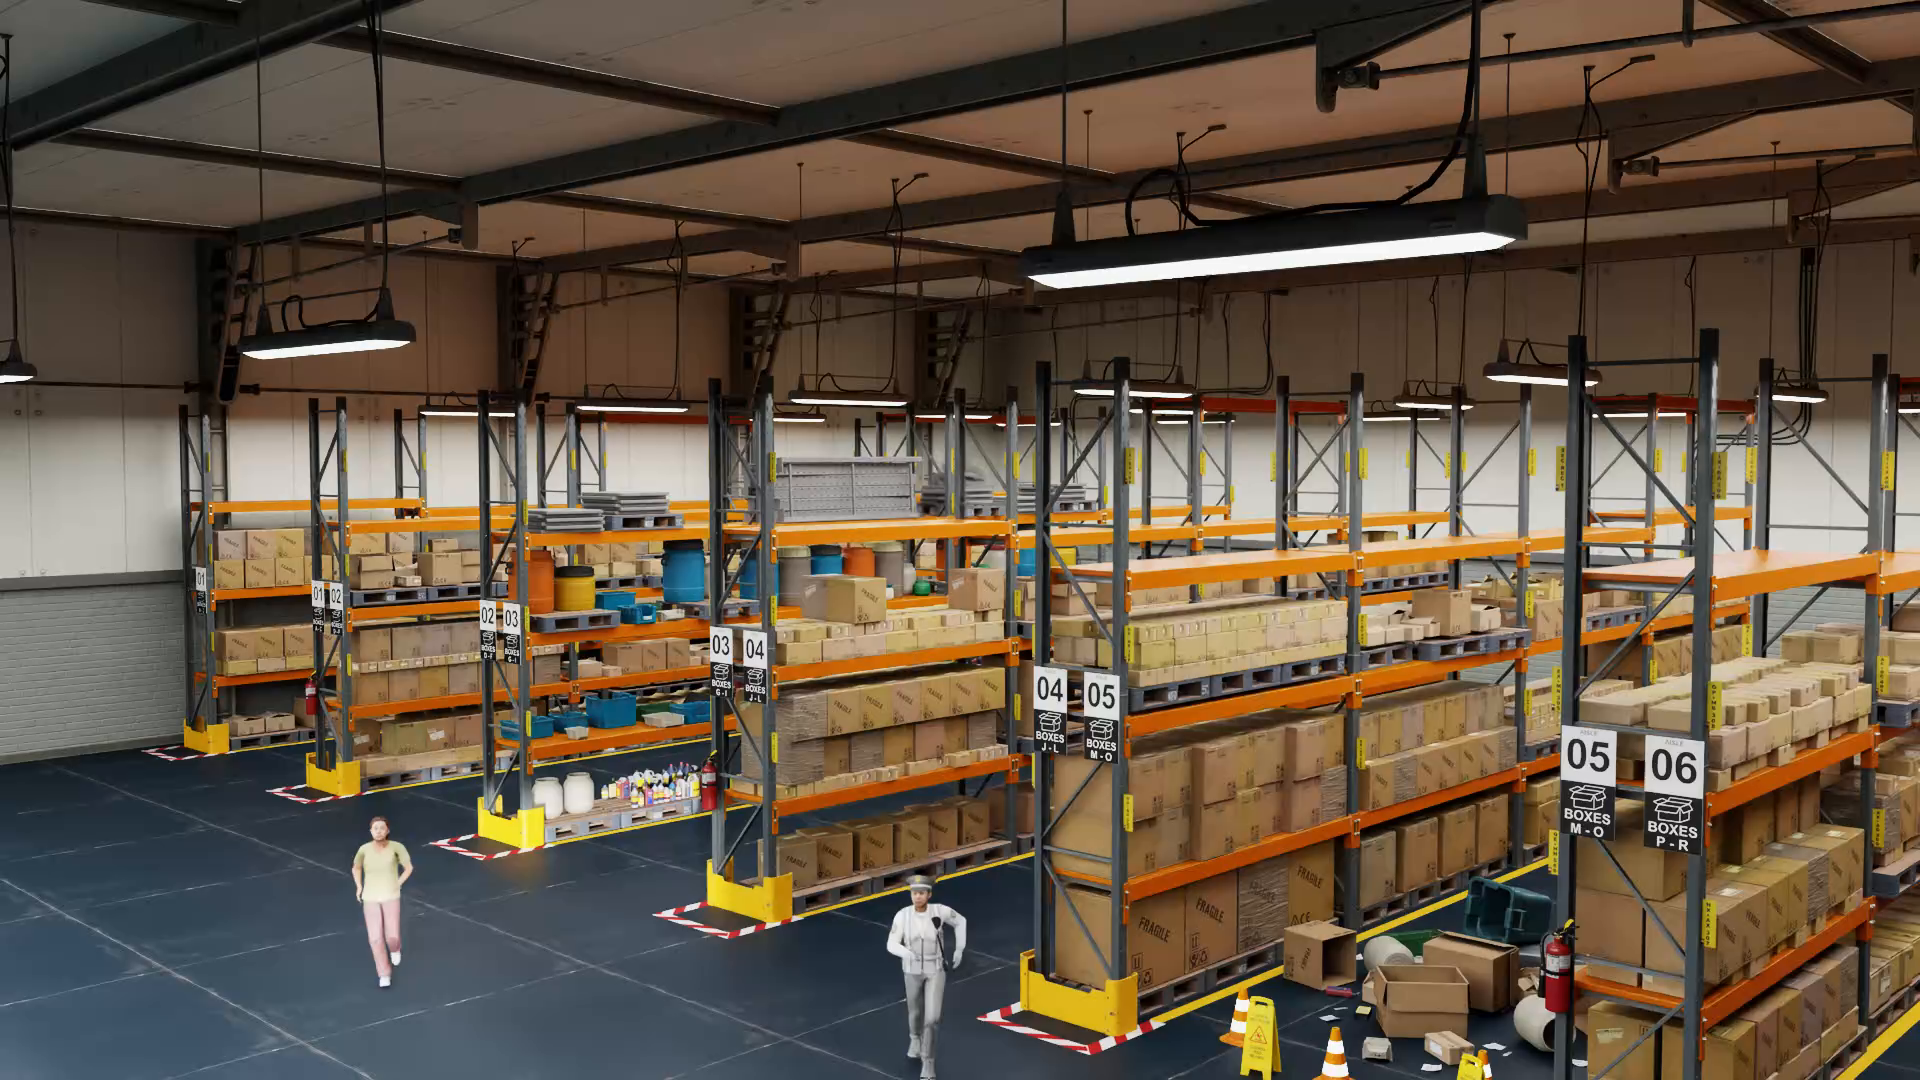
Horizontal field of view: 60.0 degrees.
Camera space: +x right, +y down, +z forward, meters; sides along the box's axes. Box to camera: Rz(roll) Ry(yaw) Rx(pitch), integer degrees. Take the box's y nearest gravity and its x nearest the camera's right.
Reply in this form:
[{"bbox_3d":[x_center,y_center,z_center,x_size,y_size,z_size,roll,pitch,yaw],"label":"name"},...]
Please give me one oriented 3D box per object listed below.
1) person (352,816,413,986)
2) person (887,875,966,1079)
[{"bbox_3d":[-5.642,3.491,16.240,0.572,1.626,0.604,-1,3,-11],"label":"person"},{"bbox_3d":[-0.276,3.597,13.767,0.623,1.722,0.863,0,3,7],"label":"person"}]
